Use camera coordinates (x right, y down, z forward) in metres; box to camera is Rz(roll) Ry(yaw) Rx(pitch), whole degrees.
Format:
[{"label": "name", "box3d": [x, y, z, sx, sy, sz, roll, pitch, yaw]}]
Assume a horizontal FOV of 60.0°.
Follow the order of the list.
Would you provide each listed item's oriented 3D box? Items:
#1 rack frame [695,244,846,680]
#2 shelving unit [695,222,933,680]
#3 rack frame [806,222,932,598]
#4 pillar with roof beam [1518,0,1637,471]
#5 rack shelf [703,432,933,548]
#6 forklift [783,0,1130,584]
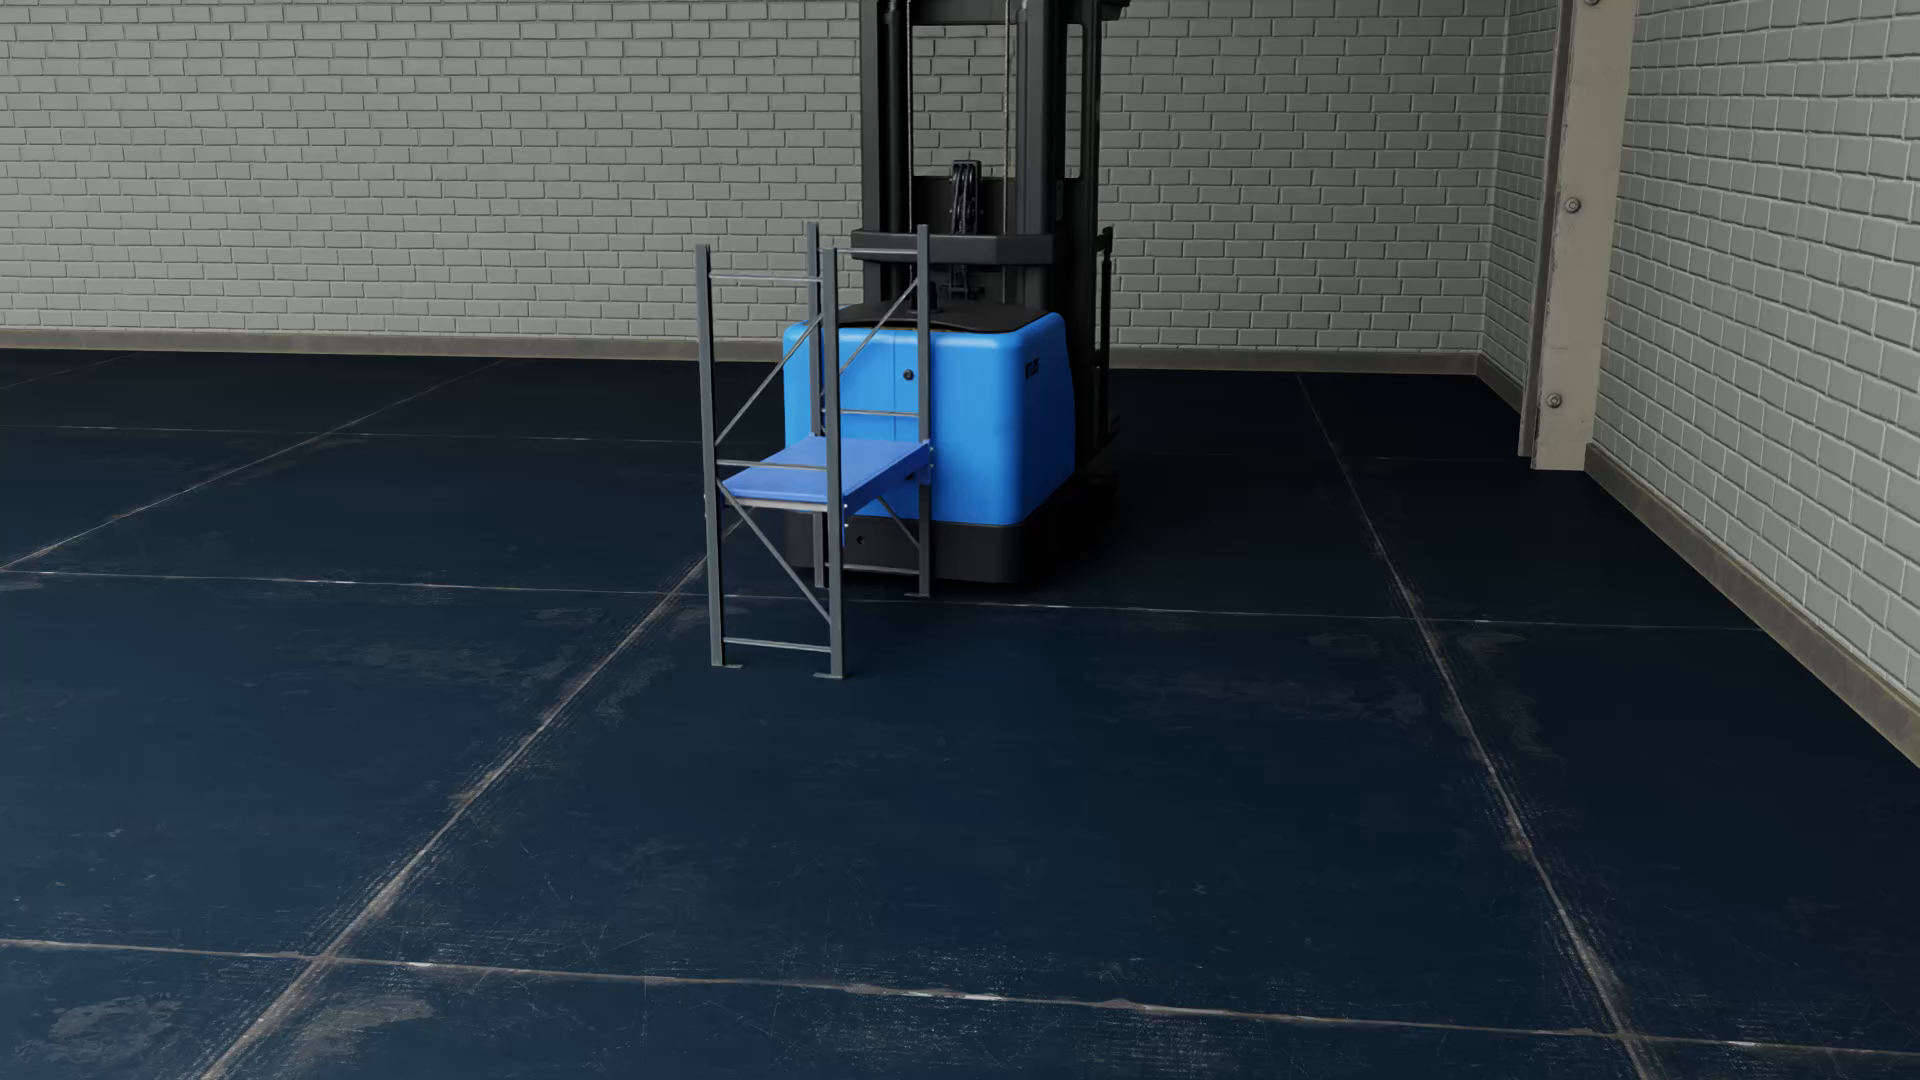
[{"label": "rack frame", "box3d": [-0.648, -0.253, 5.725, 0.500, 1.500, 0.032, 4, 16, 16]}, {"label": "shelving unit", "box3d": [-0.504, -0.380, 6.196, 0.538, 1.500, 1.048, 4, 16, 16]}, {"label": "rack frame", "box3d": [-0.360, -0.508, 6.666, 0.500, 1.500, 0.032, 4, 16, 16]}, {"label": "pillar with roof beam", "box3d": [-0.971, -4.905, 8.562, 9.100, 9.000, 0.400, 2, 15, 6]}, {"label": "rack shelf", "box3d": [-0.504, -0.207, 6.243, 0.538, 0.185, 1.000, 4, 16, 16]}, {"label": "forklift", "box3d": [0.164, -1.579, 7.888, 1.130, 2.935, 3.031, 4, 16, 16]}]
